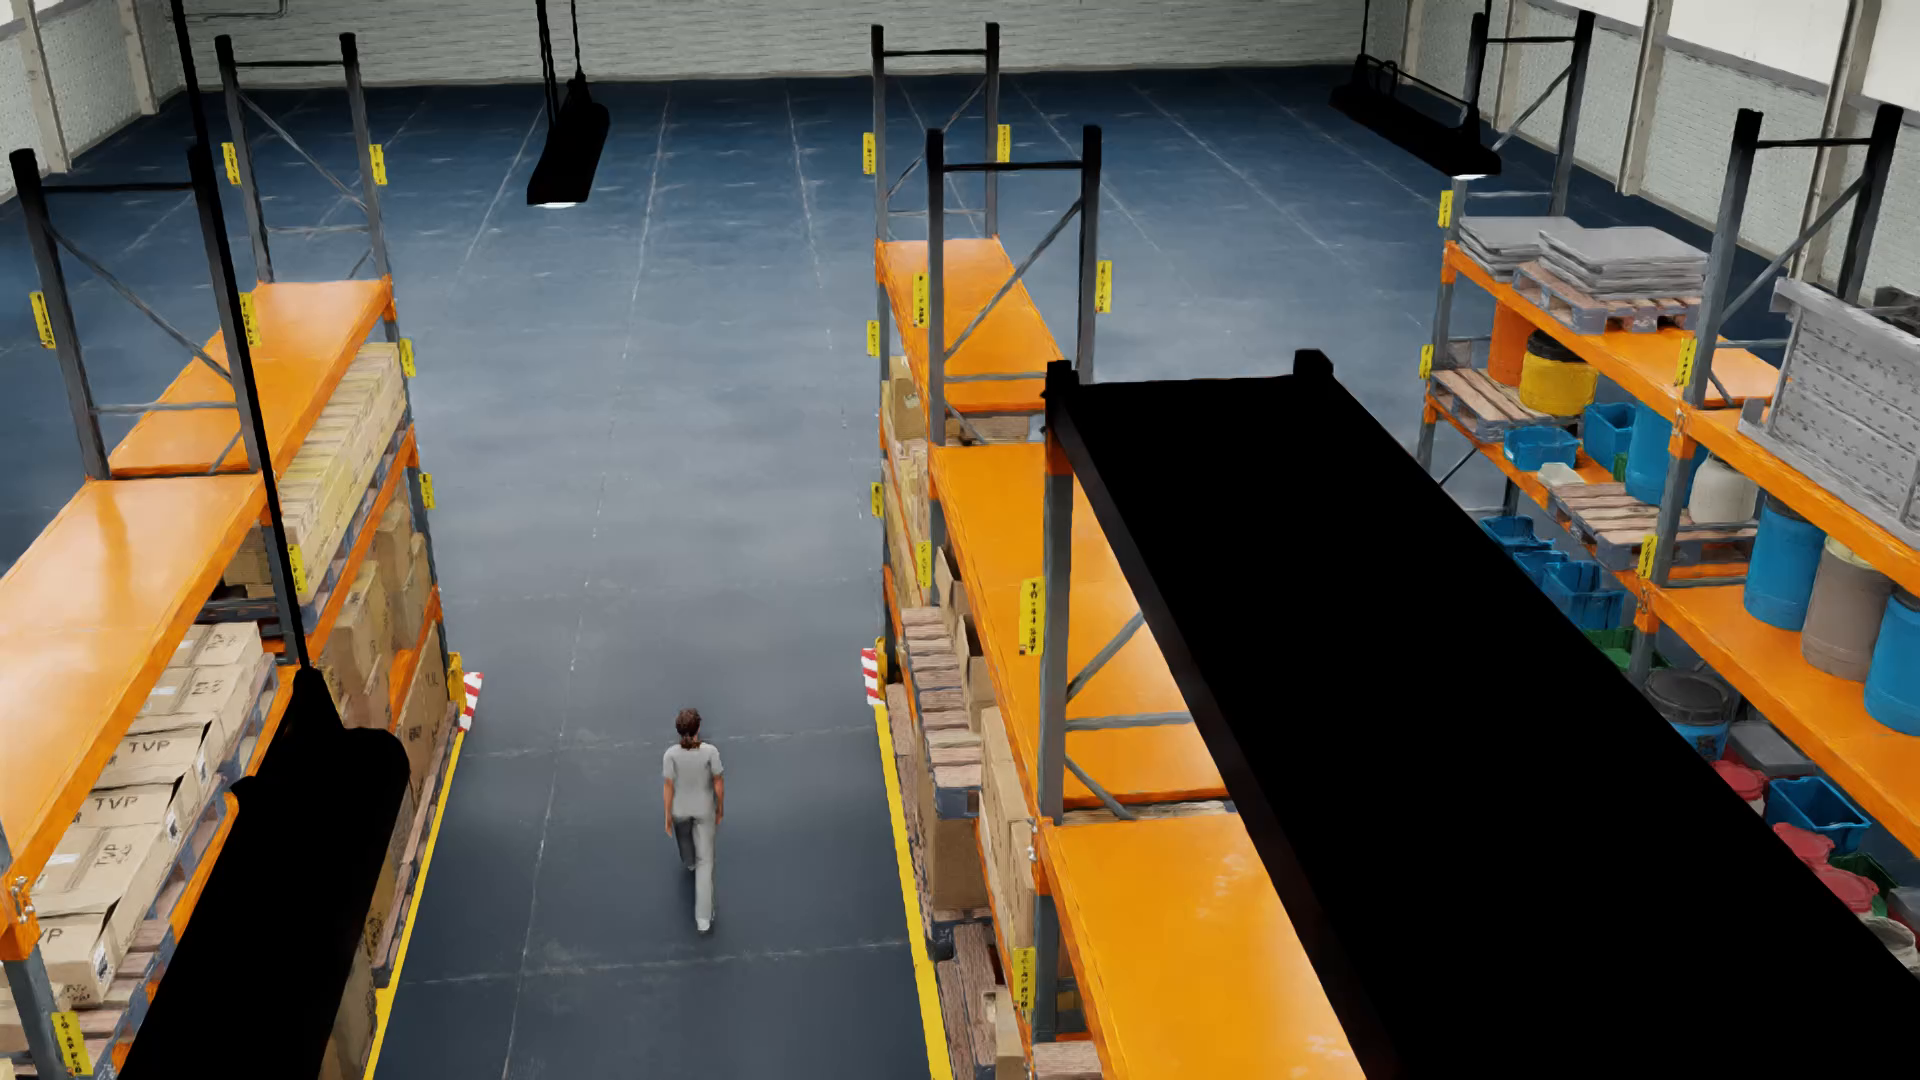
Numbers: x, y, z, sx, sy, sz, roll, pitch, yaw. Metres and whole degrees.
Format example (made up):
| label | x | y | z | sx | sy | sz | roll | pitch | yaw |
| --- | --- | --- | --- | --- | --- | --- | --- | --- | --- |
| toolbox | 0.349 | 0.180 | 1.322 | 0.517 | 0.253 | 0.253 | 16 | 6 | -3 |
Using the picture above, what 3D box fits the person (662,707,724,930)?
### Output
| label | x | y | z | sx | sy | sz | roll | pitch | yaw |
| --- | --- | --- | --- | --- | --- | --- | --- | --- | --- |
| person | -1.980 | 1.984 | 12.467 | 0.446 | 1.586 | 1.109 | -2 | 26 | -4 |
